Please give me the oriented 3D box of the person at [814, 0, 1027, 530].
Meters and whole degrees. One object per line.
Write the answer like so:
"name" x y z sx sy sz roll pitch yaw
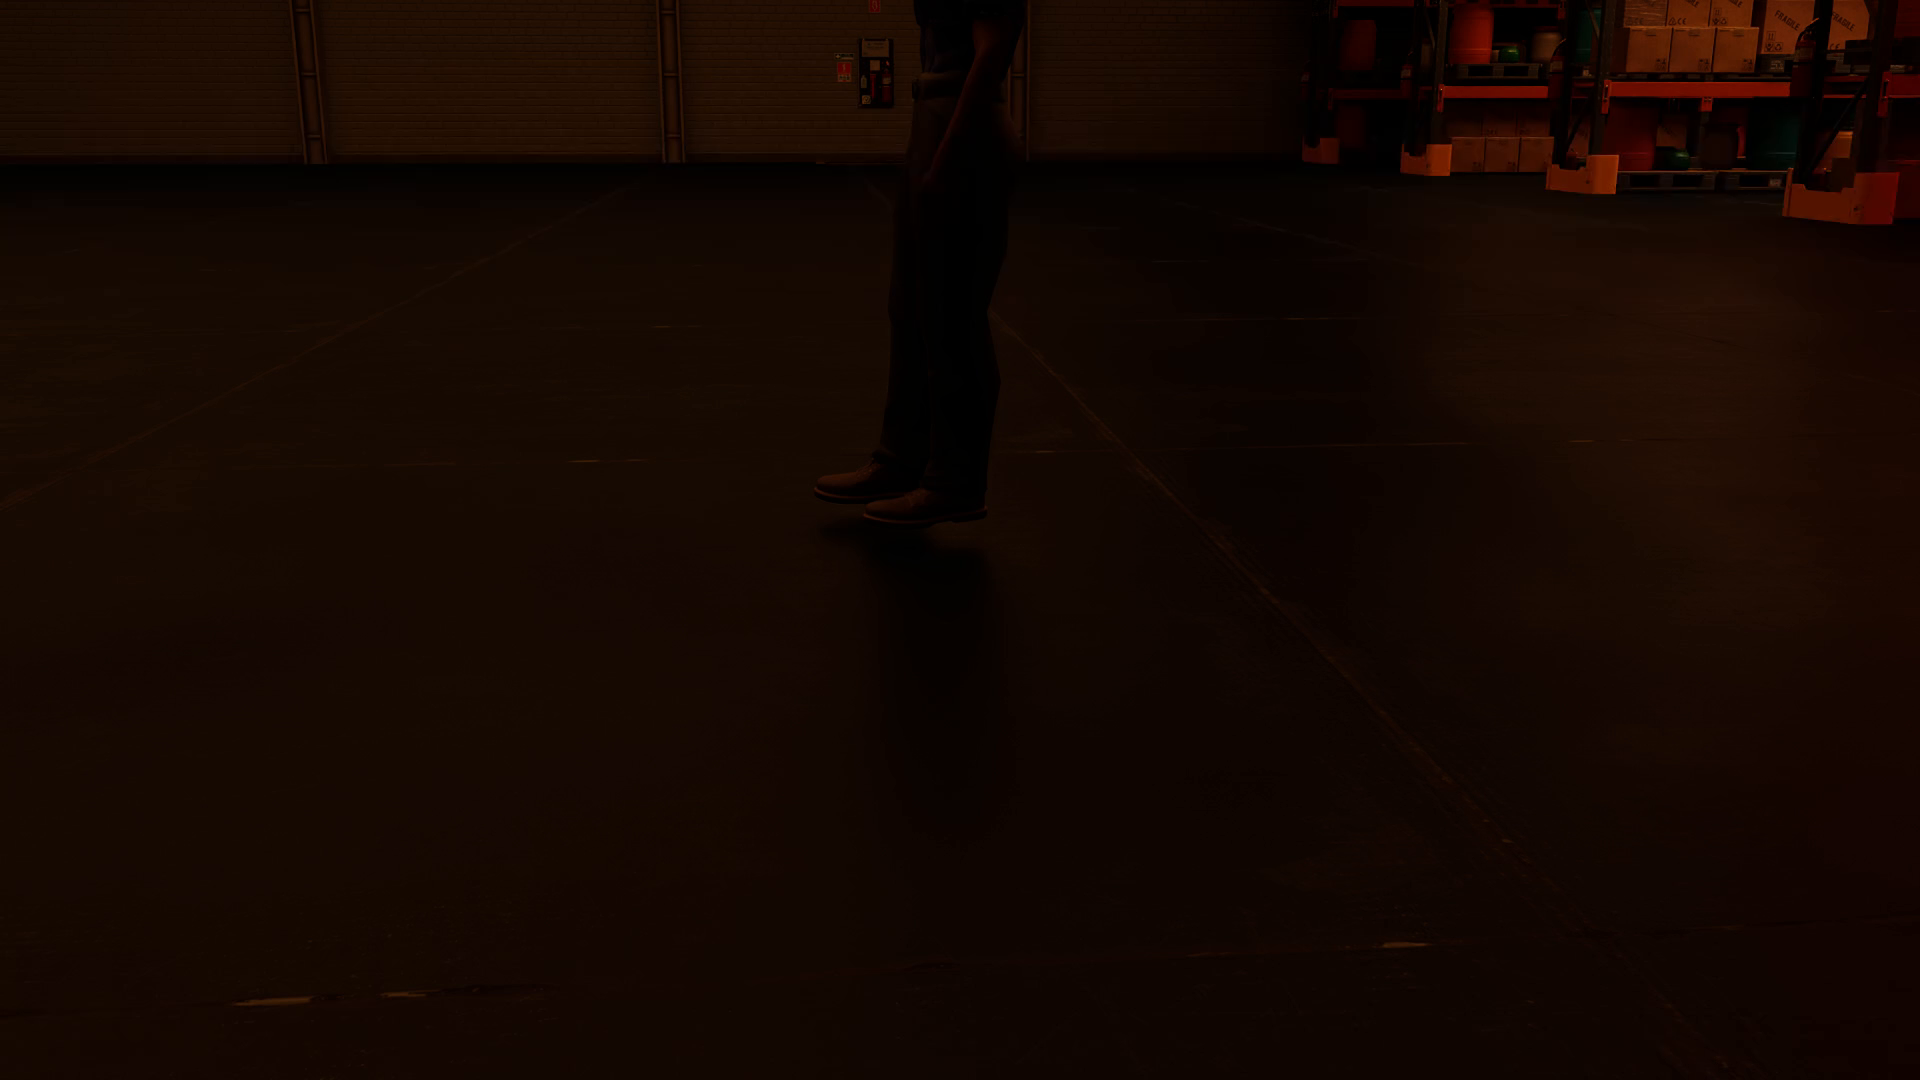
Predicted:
"person" -0.089 -0.849 3.724 0.503 1.656 0.569 -1 15 -5
